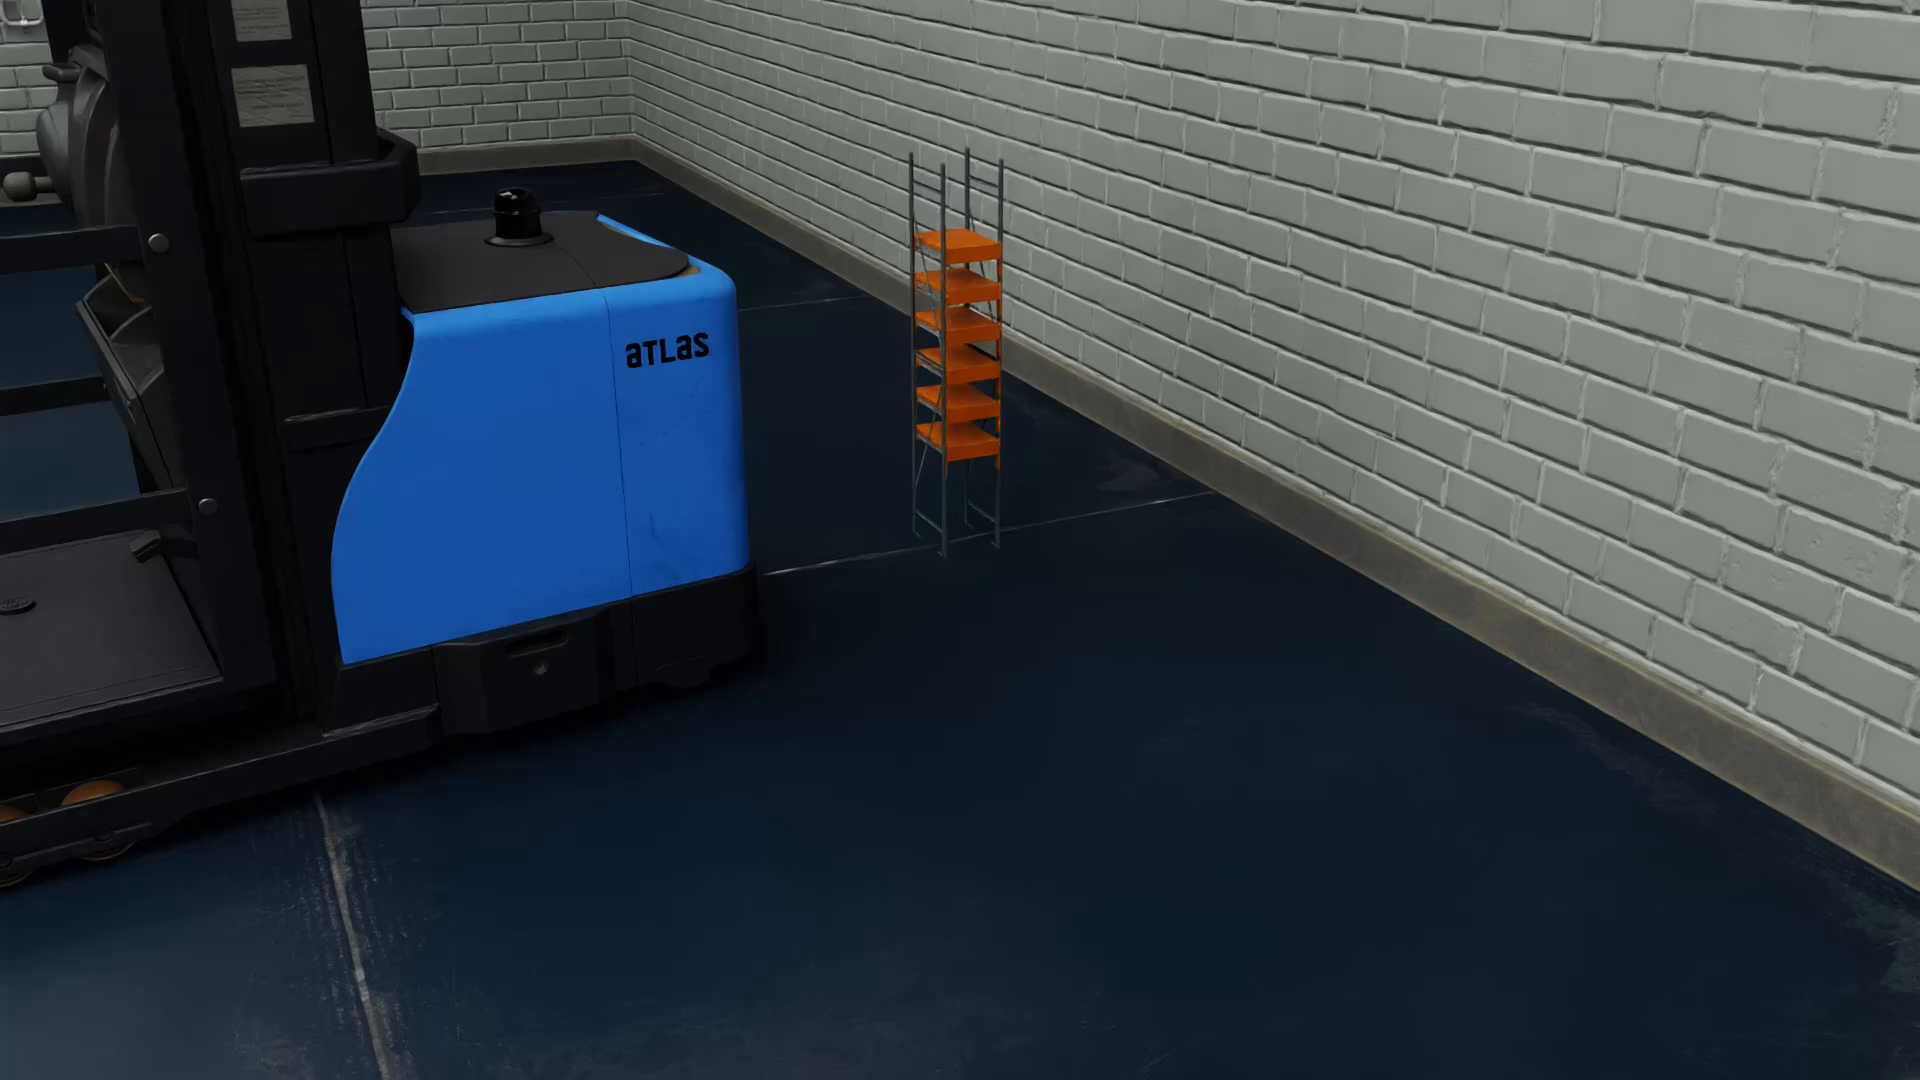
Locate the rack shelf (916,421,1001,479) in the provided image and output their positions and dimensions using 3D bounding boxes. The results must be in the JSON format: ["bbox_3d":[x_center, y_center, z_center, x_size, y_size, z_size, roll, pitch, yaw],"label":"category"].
[{"bbox_3d":[-0.013,-0.289,5.124,0.180,0.103,0.258,-10,25,-24],"label":"rack shelf"}]

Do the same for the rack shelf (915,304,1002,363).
[{"bbox_3d":[-0.013,-0.622,4.986,0.180,0.103,0.258,-10,25,-24],"label":"rack shelf"}]

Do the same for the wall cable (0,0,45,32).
[{"bbox_3d":[-6.238,-3.796,9.171,1.851,1.984,0.084,-10,25,-24],"label":"wall cable"}]

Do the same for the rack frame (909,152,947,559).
[{"bbox_3d":[-0.095,-0.537,4.978,0.006,1.200,0.240,-10,25,-24],"label":"rack frame"}]

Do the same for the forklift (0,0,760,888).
[{"bbox_3d":[-2.047,-0.856,3.485,3.031,2.935,1.130,-14,26,-30],"label":"forklift"}]

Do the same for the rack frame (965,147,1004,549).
[{"bbox_3d":[0.069,-0.567,5.051,0.006,1.200,0.240,-10,25,-24],"label":"rack frame"}]

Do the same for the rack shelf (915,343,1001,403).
[{"bbox_3d":[-0.013,-0.511,5.032,0.180,0.103,0.258,-10,25,-24],"label":"rack shelf"}]

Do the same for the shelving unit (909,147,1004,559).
[{"bbox_3d":[-0.013,-0.552,5.015,0.189,1.200,0.258,-10,25,-24],"label":"shelving unit"}]

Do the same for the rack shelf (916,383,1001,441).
[{"bbox_3d":[-0.013,-0.400,5.078,0.180,0.103,0.258,-10,25,-24],"label":"rack shelf"}]

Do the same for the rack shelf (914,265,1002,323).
[{"bbox_3d":[-0.013,-0.733,4.940,0.180,0.103,0.258,-10,25,-24],"label":"rack shelf"}]

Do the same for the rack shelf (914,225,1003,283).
[{"bbox_3d":[-0.013,-0.844,4.894,0.180,0.103,0.258,-10,25,-24],"label":"rack shelf"}]
